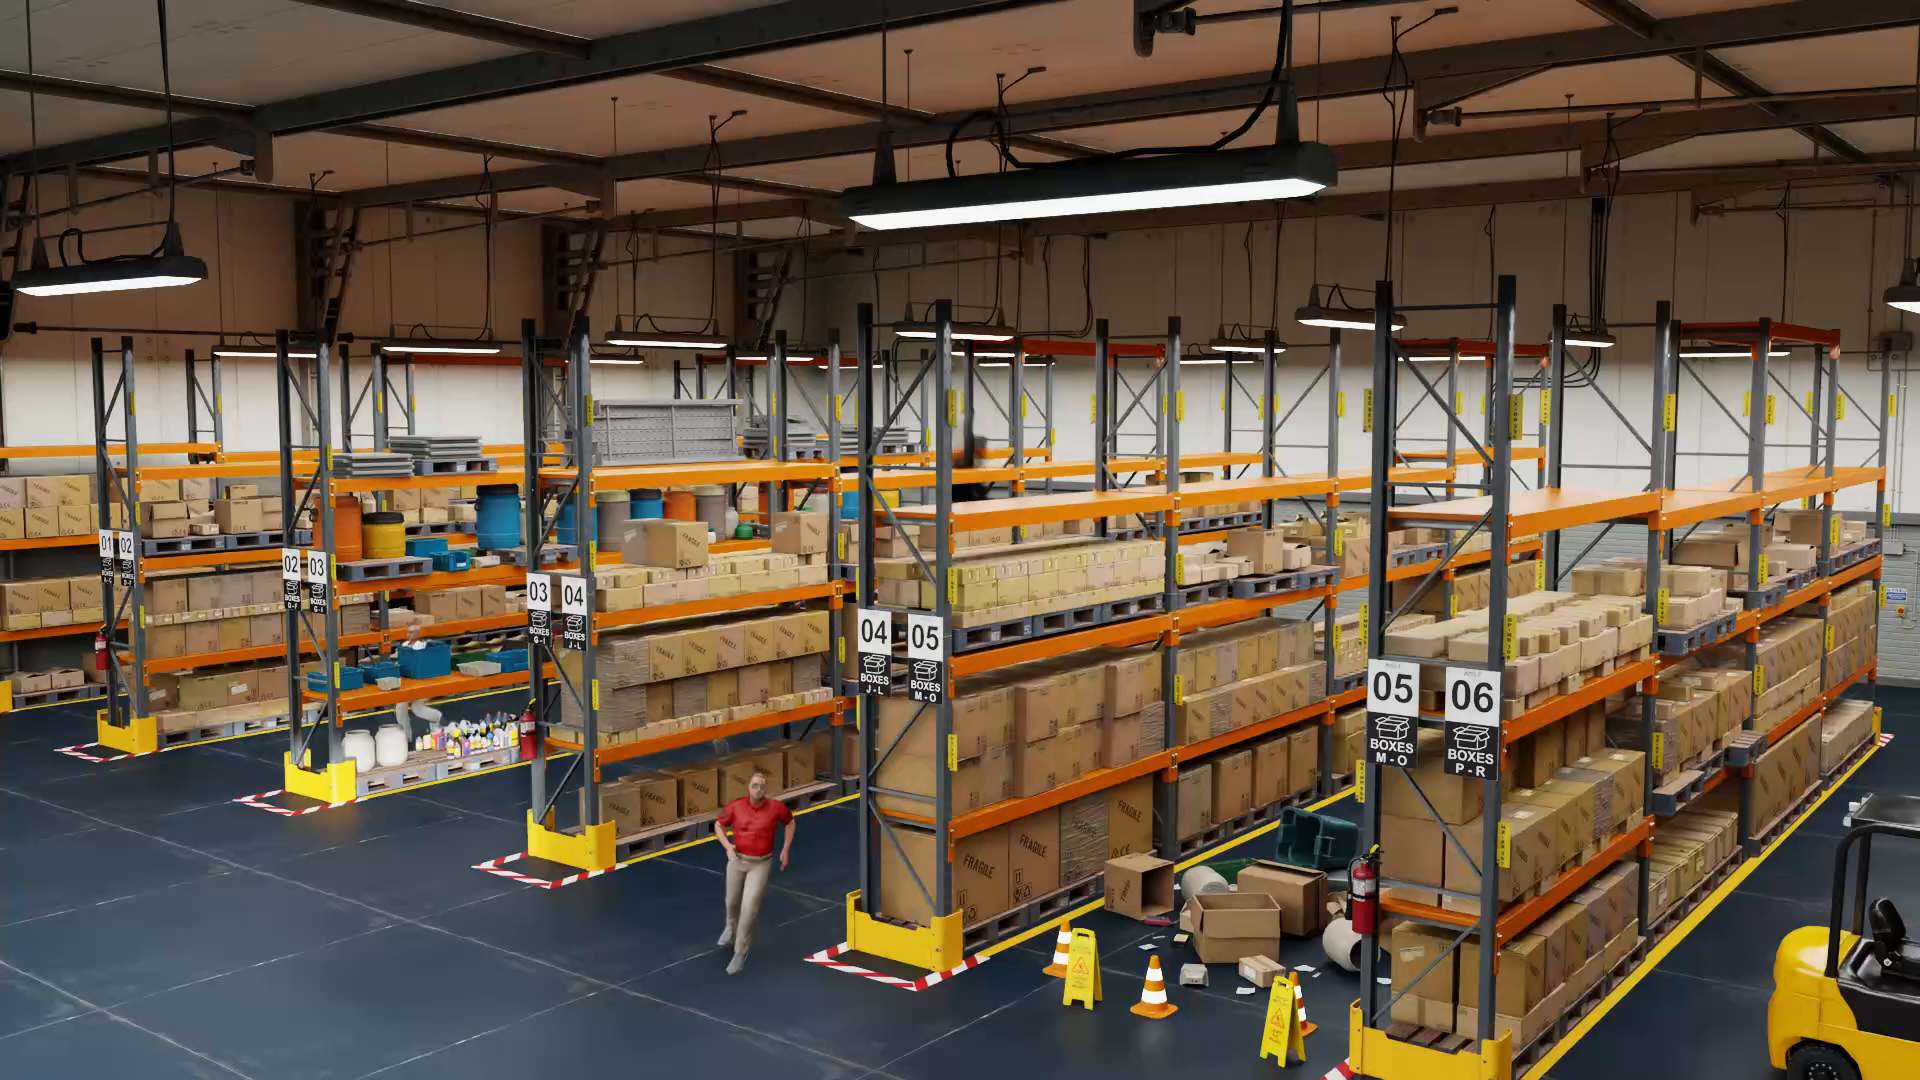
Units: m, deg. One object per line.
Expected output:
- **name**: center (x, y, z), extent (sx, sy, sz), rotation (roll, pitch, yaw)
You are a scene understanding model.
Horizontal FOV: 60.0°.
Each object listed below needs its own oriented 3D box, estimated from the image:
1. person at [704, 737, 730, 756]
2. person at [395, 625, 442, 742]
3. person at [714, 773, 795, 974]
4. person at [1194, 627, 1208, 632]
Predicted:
- **person**: center (-3.307, 2.356, 22.847), extent (0.614, 1.643, 0.552), rotation (3, 6, 29)
- **person**: center (-8.138, 2.137, 24.789), extent (0.719, 1.744, 0.897), rotation (2, 5, 23)
- **person**: center (-1.912, 3.002, 15.219), extent (0.742, 1.759, 0.854), rotation (0, 5, 5)
- **person**: center (3.563, 2.189, 24.410), extent (0.680, 1.844, 0.752), rotation (3, 6, 35)
